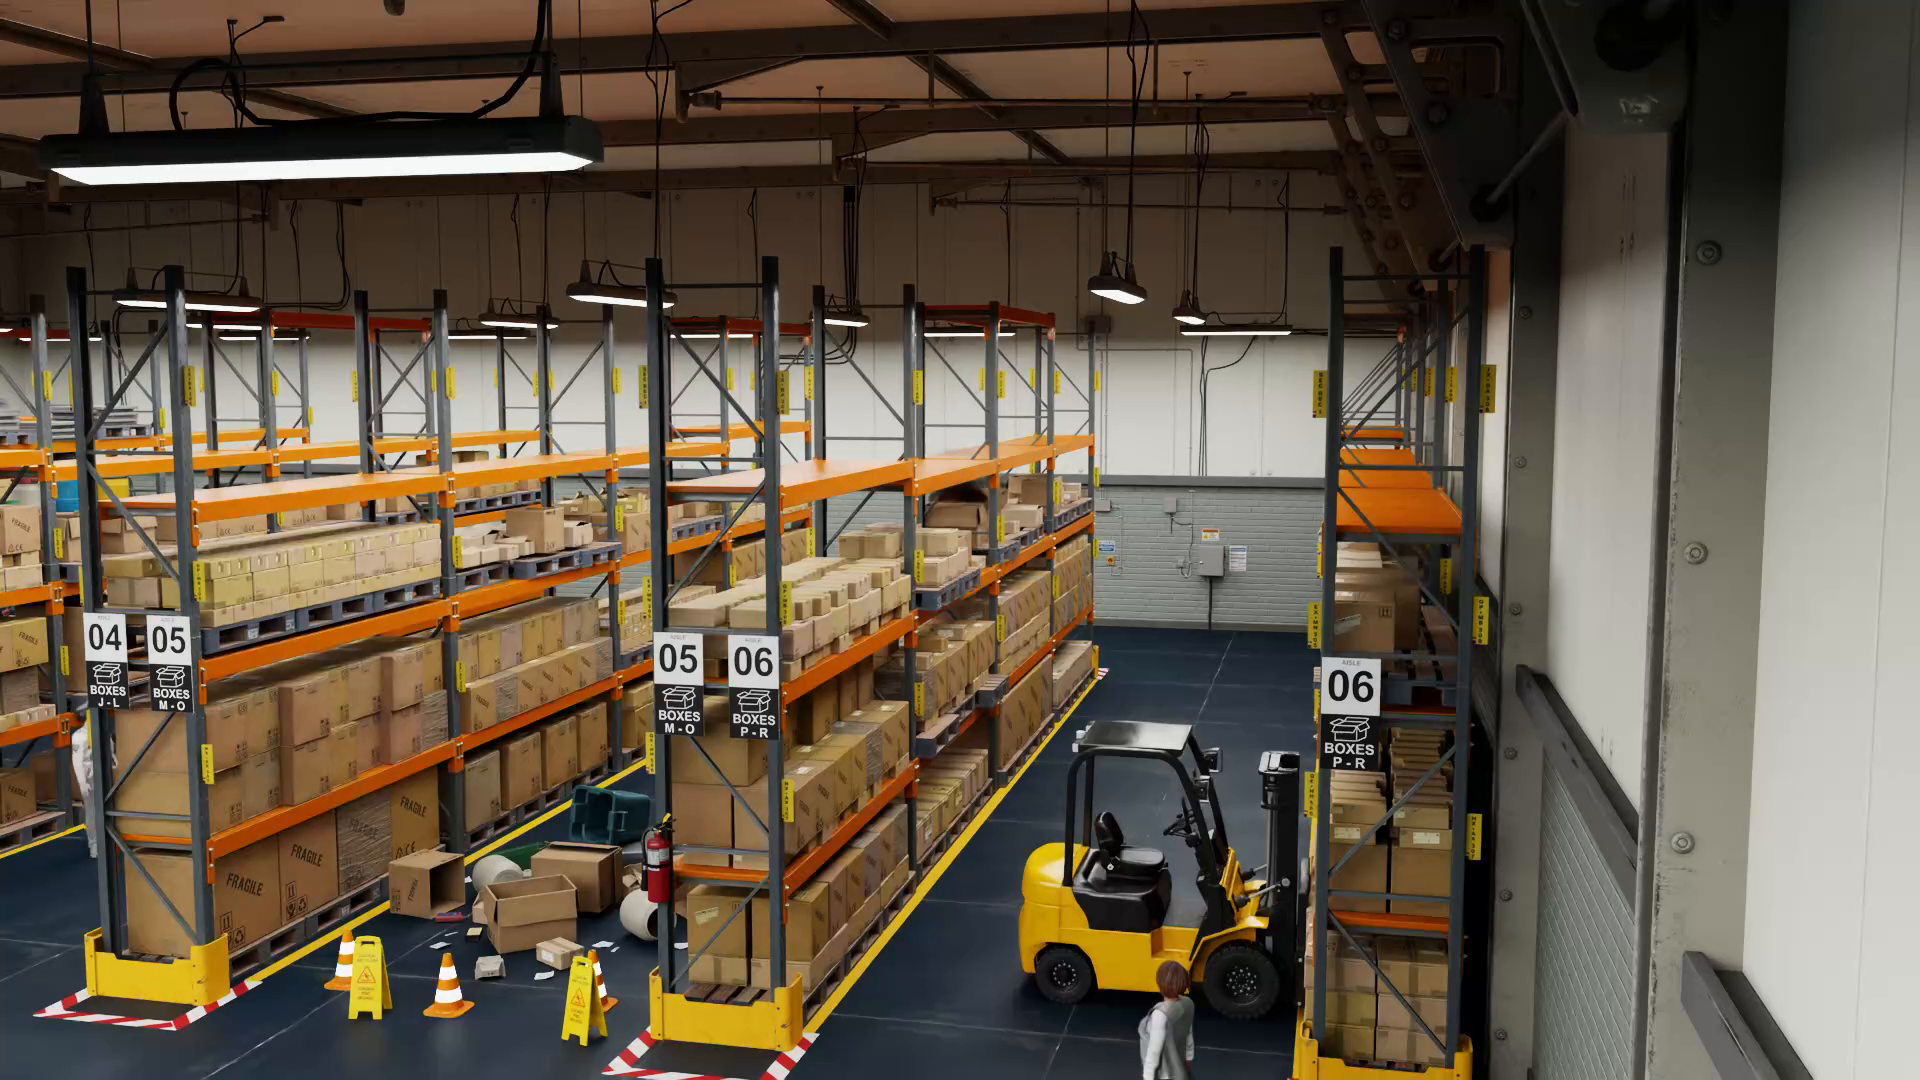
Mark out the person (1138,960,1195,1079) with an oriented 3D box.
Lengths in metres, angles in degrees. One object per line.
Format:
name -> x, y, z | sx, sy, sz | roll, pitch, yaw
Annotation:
person -> 1.313, 3.360, 10.217 | 0.757, 1.549, 0.400 | 0, 6, 0

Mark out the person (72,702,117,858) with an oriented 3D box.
person -> -9.233, 2.536, 17.774 | 0.361, 1.690, 0.535 | 3, 6, 26
